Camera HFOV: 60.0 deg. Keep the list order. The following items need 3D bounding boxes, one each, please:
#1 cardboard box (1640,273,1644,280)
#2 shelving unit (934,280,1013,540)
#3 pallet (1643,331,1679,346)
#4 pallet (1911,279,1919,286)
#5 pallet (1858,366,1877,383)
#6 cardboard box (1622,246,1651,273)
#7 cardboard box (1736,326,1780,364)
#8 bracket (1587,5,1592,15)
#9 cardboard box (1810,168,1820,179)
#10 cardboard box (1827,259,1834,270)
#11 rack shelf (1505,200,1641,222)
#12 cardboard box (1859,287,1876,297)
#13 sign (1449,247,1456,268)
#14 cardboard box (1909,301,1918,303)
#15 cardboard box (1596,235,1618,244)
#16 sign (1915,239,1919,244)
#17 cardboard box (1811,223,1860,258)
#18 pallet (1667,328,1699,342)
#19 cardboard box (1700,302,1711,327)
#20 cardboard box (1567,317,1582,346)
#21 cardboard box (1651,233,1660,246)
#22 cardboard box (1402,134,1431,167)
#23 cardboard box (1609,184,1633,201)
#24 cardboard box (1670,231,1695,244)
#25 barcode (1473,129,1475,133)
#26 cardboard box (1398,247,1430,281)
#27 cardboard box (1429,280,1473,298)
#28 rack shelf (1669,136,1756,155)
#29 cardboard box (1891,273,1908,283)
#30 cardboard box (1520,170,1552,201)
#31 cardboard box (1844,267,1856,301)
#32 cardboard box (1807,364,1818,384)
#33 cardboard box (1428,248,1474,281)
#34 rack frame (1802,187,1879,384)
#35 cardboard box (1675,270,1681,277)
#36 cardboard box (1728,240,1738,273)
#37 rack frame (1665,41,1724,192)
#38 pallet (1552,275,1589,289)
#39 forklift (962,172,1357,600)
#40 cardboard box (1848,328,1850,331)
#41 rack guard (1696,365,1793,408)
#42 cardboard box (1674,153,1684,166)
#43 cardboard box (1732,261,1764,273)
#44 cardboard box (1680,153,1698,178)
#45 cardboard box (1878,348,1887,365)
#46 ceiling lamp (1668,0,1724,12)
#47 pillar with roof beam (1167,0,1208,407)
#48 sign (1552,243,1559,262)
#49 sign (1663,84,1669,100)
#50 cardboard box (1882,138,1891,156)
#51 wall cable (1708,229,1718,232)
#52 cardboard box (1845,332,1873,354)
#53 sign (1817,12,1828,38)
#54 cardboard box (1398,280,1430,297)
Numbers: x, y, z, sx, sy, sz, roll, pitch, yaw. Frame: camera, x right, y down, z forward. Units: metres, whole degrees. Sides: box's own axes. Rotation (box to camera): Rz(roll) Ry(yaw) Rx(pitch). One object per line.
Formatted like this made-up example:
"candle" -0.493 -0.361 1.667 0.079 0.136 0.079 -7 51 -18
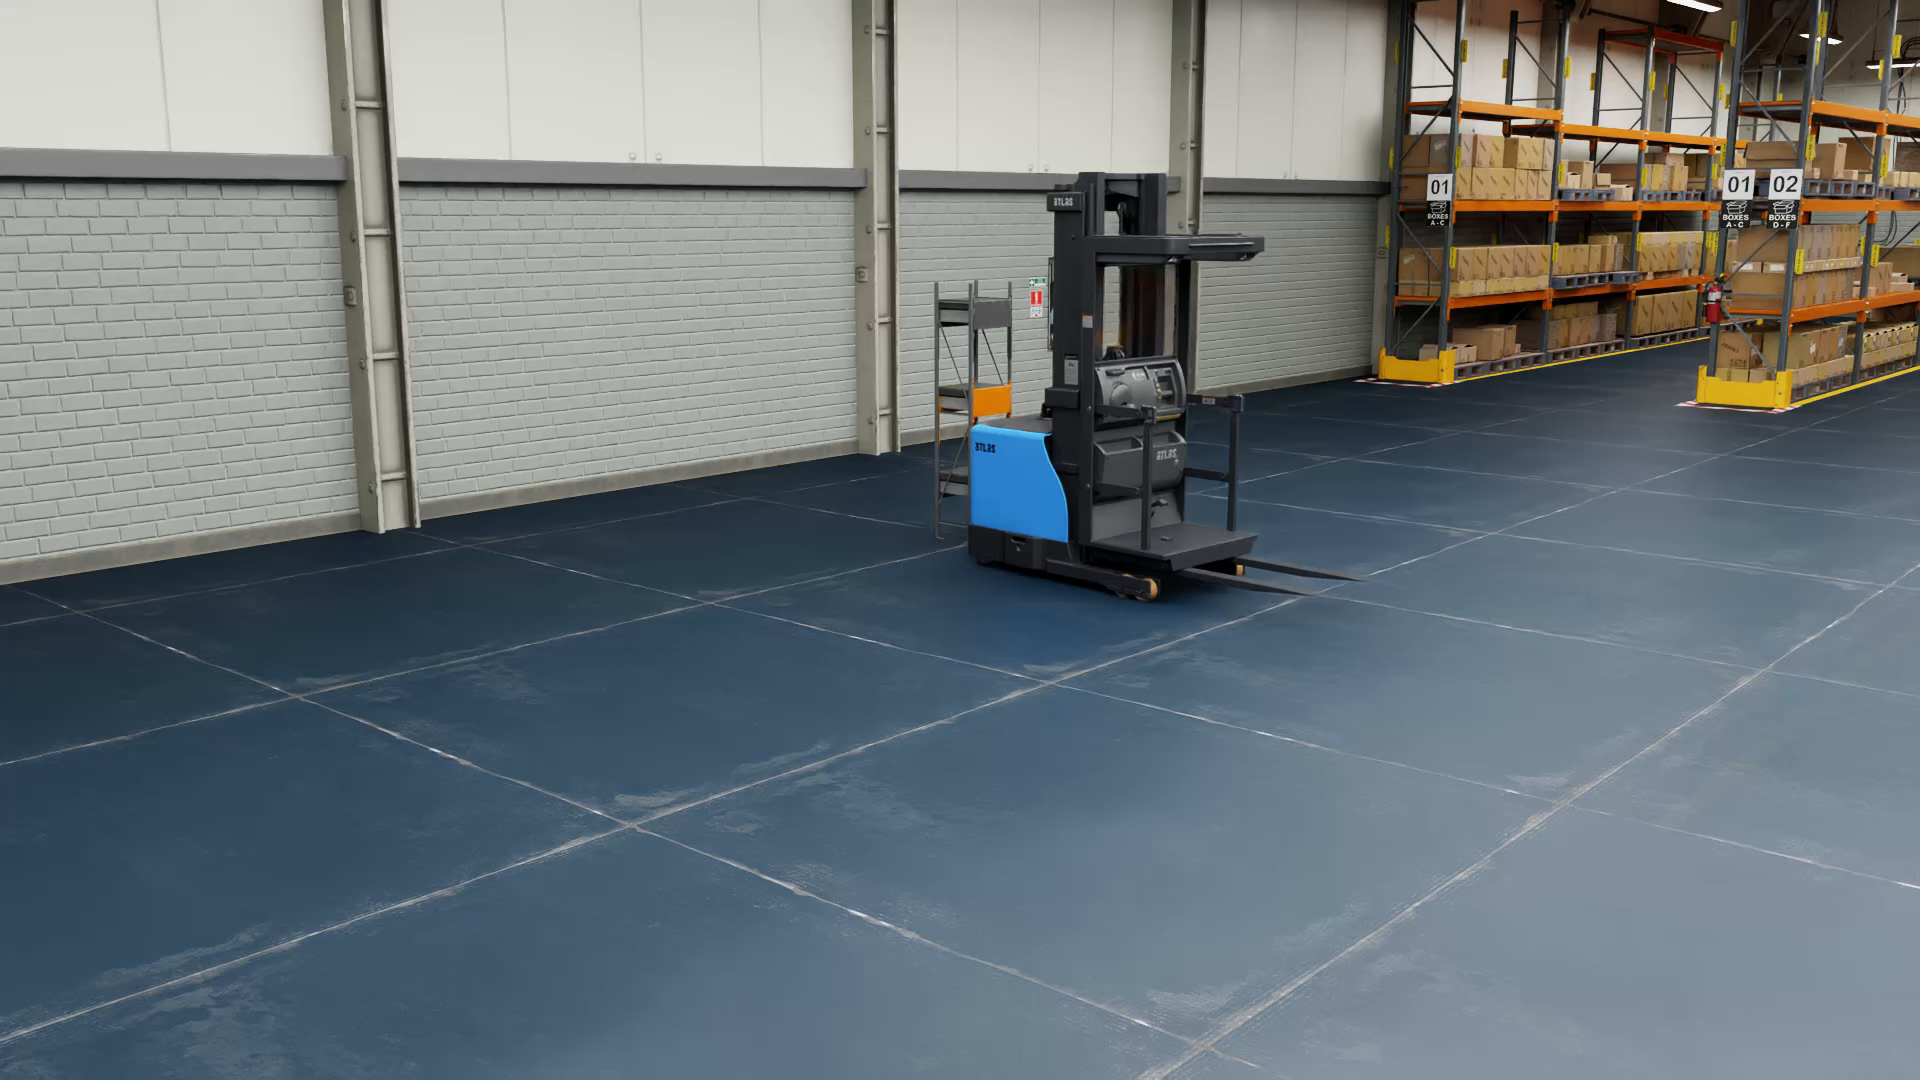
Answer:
"cardboard box" 13.044 -5.126 32.307 0.380 0.149 0.250 10 15 41
"shelving unit" 0.109 -1.054 13.627 0.431 2.100 0.503 10 15 40
"pallet" 13.863 -4.102 33.712 1.003 0.211 1.213 10 15 40
"pallet" 17.484 -4.738 30.263 1.003 0.211 1.213 10 15 40
"pallet" 14.020 -2.703 26.703 1.003 0.211 1.213 10 15 40
"cardboard box" 12.993 -5.428 32.163 0.500 0.500 0.500 10 15 42
"cardboard box" 11.702 -2.860 24.404 0.500 0.500 0.500 10 15 40
"bracket" 11.513 -9.828 30.750 0.235 0.232 0.430 10 15 40
"cardboard box" 11.832 -5.141 23.344 0.380 0.149 0.250 10 15 40
"cardboard box" 12.532 -4.030 24.317 0.380 0.149 0.250 10 15 42
"rack shelf" 11.160 -6.009 30.316 1.077 0.370 4.000 10 15 40
"cardboard box" 14.302 -3.937 26.407 0.380 0.149 0.250 10 15 40
"sign" 7.607 -4.362 25.683 0.100 0.325 0.005 10 15 40
"cardboard box" 17.682 -4.304 30.948 0.500 0.250 0.500 10 15 40
"cardboard box" 12.275 -5.713 31.622 0.380 0.149 0.250 7 14 33
"sign" 18.431 -5.627 32.015 0.100 0.325 0.005 10 15 40
"cardboard box" 13.275 -4.576 25.394 0.700 0.500 0.500 10 15 41
"pallet" 14.668 -4.283 34.615 1.003 0.211 1.213 10 15 40
"cardboard box" 15.691 -4.850 35.647 0.700 0.500 0.500 10 15 41
"cardboard box" 10.984 -3.849 30.583 0.700 0.500 0.500 10 15 41
"cardboard box" 13.328 -5.870 32.462 0.500 0.250 0.500 9 15 40
"cardboard box" 7.287 -6.125 26.202 0.500 0.500 0.500 11 15 43
"cardboard box" 12.208 -6.481 31.020 0.500 0.311 0.500 10 15 40
"cardboard box" 14.660 -6.170 33.964 0.500 0.250 0.500 10 15 42
"barcode" 8.599 -6.850 27.840 0.001 0.075 0.075 10 15 40
"cardboard box" 7.351 -4.409 26.543 0.500 0.500 0.500 10 15 40
"cardboard box" 7.760 -3.975 26.286 0.500 0.250 0.500 9 15 39
"rack shelf" 16.441 -8.461 35.954 1.077 0.370 4.000 10 15 40
"cardboard box" 15.931 -4.453 28.577 0.500 0.311 0.500 11 16 44
"cardboard box" 9.690 -6.020 28.226 0.500 0.500 0.500 10 15 42
"cardboard box" 13.275 -3.939 25.521 0.700 0.500 0.500 9 15 39
"cardboard box" 12.101 -2.423 24.133 0.500 0.250 0.500 10 15 40
"cardboard box" 7.740 -4.343 26.216 0.500 0.500 0.500 10 15 40
"rack frame" 13.563 -3.956 25.862 1.000 3.000 0.127 10 15 40
"cardboard box" 14.415 -5.427 33.816 0.380 0.149 0.250 10 15 40
"cardboard box" 16.450 -6.213 36.395 0.980 0.700 0.700 9 14 38
"rack frame" 15.120 -8.715 34.371 1.000 3.000 0.127 10 15 40
"pallet" 10.453 -4.596 29.553 1.003 0.211 1.213 10 15 40
"forklift" 1.402 -1.132 11.894 1.130 2.935 3.031 -11 16 -43
"cardboard box" 14.285 -3.336 27.272 0.500 0.311 0.500 10 15 40
"rack guard" 10.907 -2.139 23.142 1.175 0.500 0.348 10 15 40
"cardboard box" 14.441 -7.764 33.975 0.500 0.250 0.500 -11 16 -43
"cardboard box" 11.032 -3.816 23.247 0.380 0.149 0.250 9 15 39
"cardboard box" 15.406 -7.926 35.221 0.500 0.500 0.500 10 15 40
"cardboard box" 14.694 -2.993 26.986 0.500 0.250 0.500 9 15 39
"ceiling lamp" 11.859 -10.018 25.991 0.800 3.185 2.000 10 15 40
"pillar with roof beam" 6.285 -5.725 19.401 9.100 9.000 0.400 10 15 40
"sign" 10.252 -4.952 28.635 0.100 0.325 0.005 10 15 40
"sign" 14.720 -9.326 34.641 0.100 0.325 0.005 10 15 40
"cardboard box" 14.358 -6.100 26.331 0.500 0.500 0.500 -10 15 -42
"wall cable" 17.896 -7.171 39.361 0.084 1.984 1.851 10 15 40
"cardboard box" 14.023 -3.118 26.178 0.500 0.311 0.500 10 15 41
"sign" 11.335 -6.773 21.857 0.100 0.325 0.005 10 15 40
"cardboard box" 7.362 -4.038 26.602 0.500 0.250 0.500 10 15 41
